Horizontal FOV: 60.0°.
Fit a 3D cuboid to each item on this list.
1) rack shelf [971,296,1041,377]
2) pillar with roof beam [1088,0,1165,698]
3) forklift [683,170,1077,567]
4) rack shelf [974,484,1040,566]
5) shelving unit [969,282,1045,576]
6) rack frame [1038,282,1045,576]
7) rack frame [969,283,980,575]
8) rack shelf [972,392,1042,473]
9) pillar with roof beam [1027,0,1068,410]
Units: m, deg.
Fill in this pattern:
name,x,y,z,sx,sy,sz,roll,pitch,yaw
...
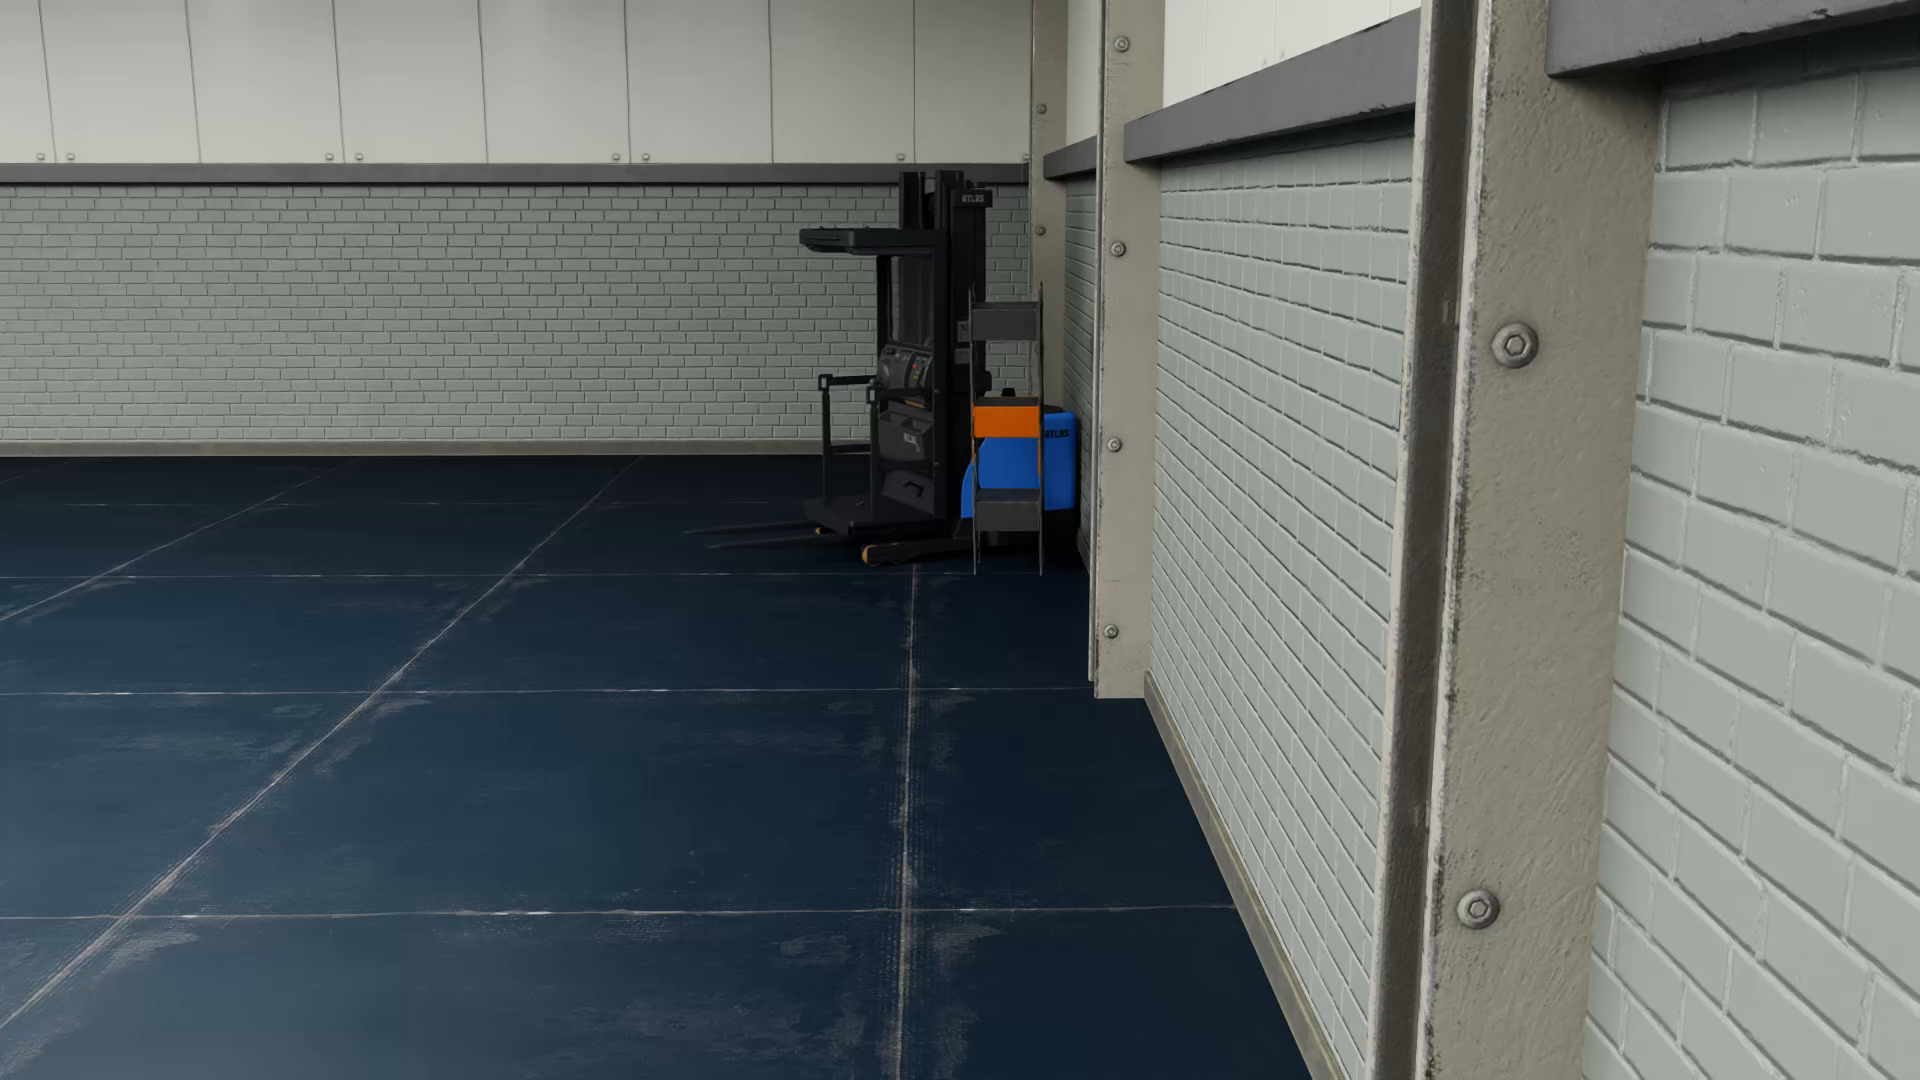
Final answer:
name,x,y,z,sx,sy,sz,roll,pitch,yaw
rack shelf,0.337,-1.466,11.973,0.480,0.518,0.431,0,16,6
pillar with roof beam,-3.403,-3.554,8.446,9.100,9.000,0.400,0,11,-1
forklift,-0.616,-1.353,12.854,3.031,2.935,1.130,-5,13,-25
rack shelf,0.365,-0.117,12.348,0.480,0.518,0.431,0,16,6
shelving unit,0.351,-0.805,12.157,0.503,2.100,0.431,0,16,6
rack frame,0.594,-0.803,12.133,0.015,2.100,0.400,0,16,6
rack frame,0.108,-0.806,12.180,0.015,2.100,0.400,0,16,6
rack shelf,0.351,-0.792,12.161,0.480,0.518,0.431,0,16,6
pillar with roof beam,-3.527,-4.747,14.325,9.100,9.000,0.400,0,11,-1
